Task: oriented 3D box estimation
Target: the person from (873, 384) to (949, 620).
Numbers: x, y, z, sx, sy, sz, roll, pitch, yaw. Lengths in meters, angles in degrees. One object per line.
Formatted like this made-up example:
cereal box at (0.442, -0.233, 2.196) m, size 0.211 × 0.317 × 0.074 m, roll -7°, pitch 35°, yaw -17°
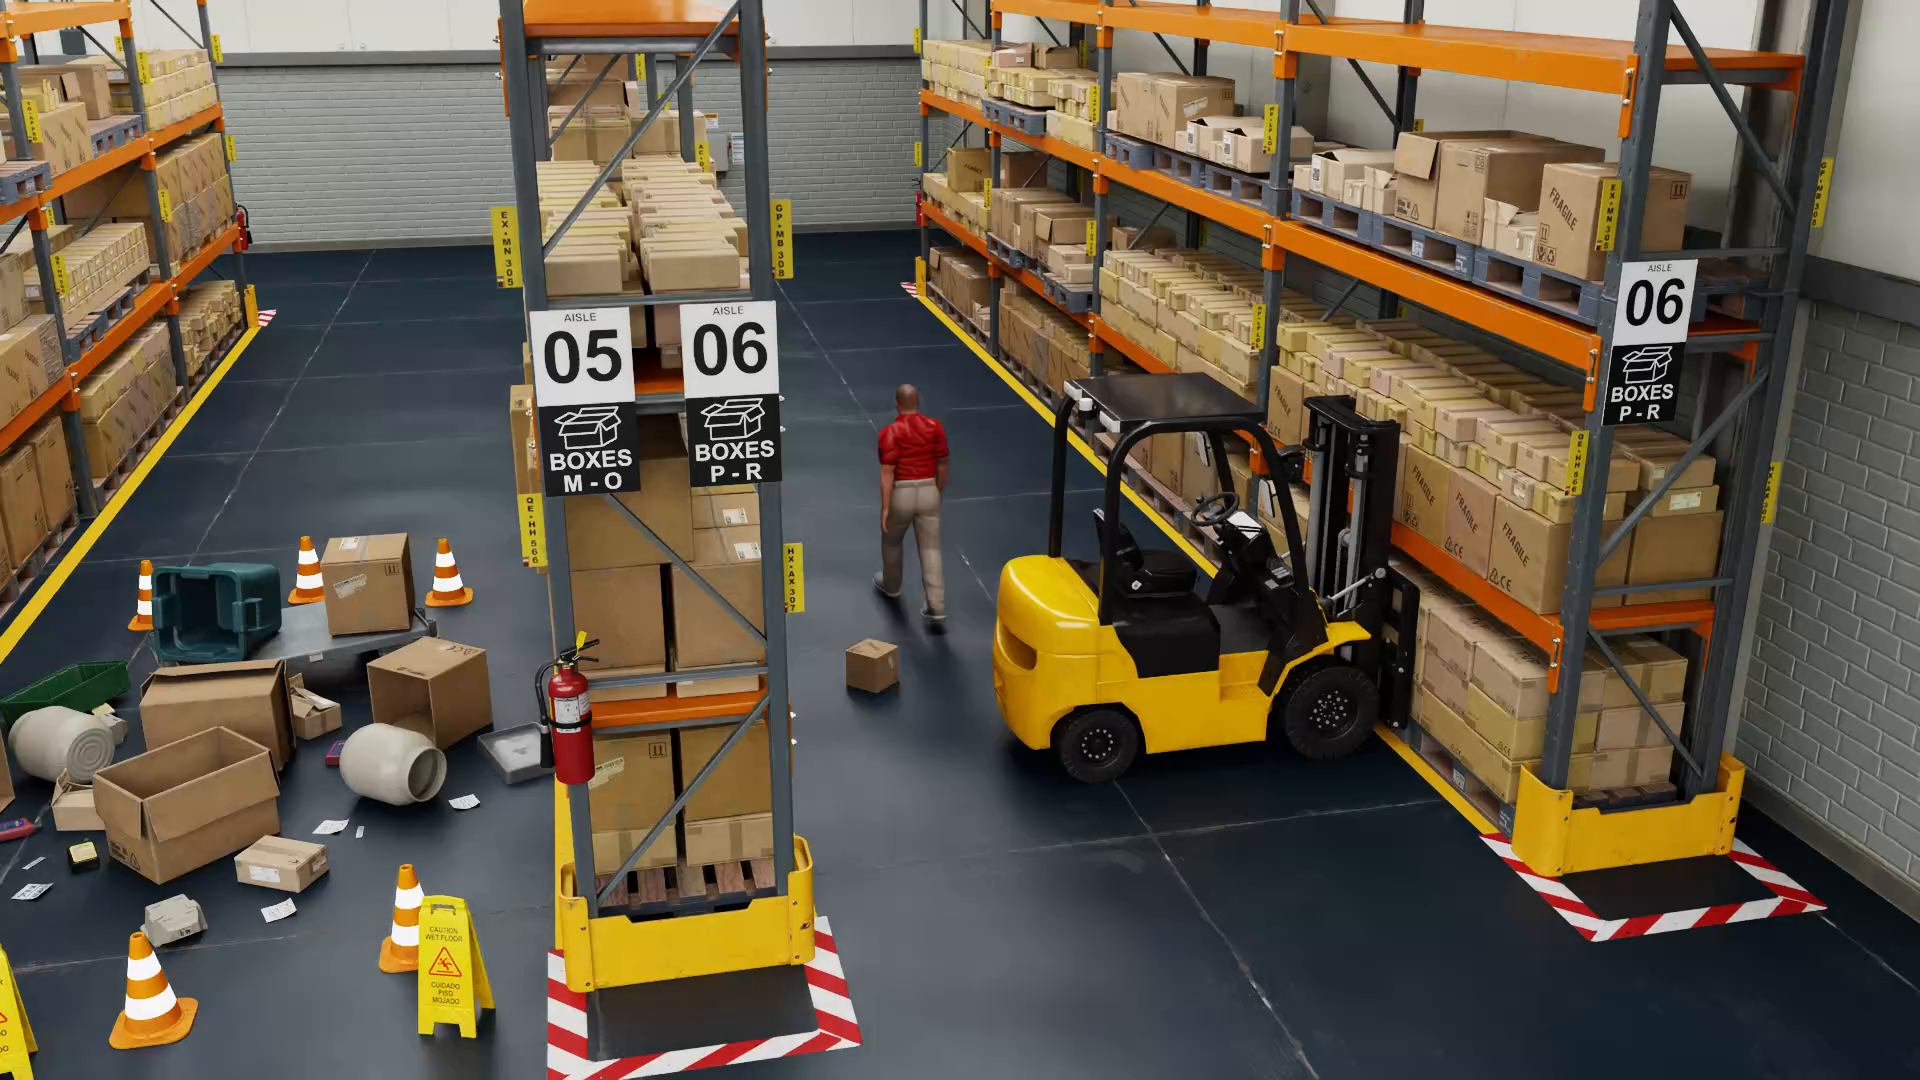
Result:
person at (-0.337, -0.297, 11.964) m, size 0.566 × 1.669 × 1.072 m, roll -6°, pitch 20°, yaw -17°
